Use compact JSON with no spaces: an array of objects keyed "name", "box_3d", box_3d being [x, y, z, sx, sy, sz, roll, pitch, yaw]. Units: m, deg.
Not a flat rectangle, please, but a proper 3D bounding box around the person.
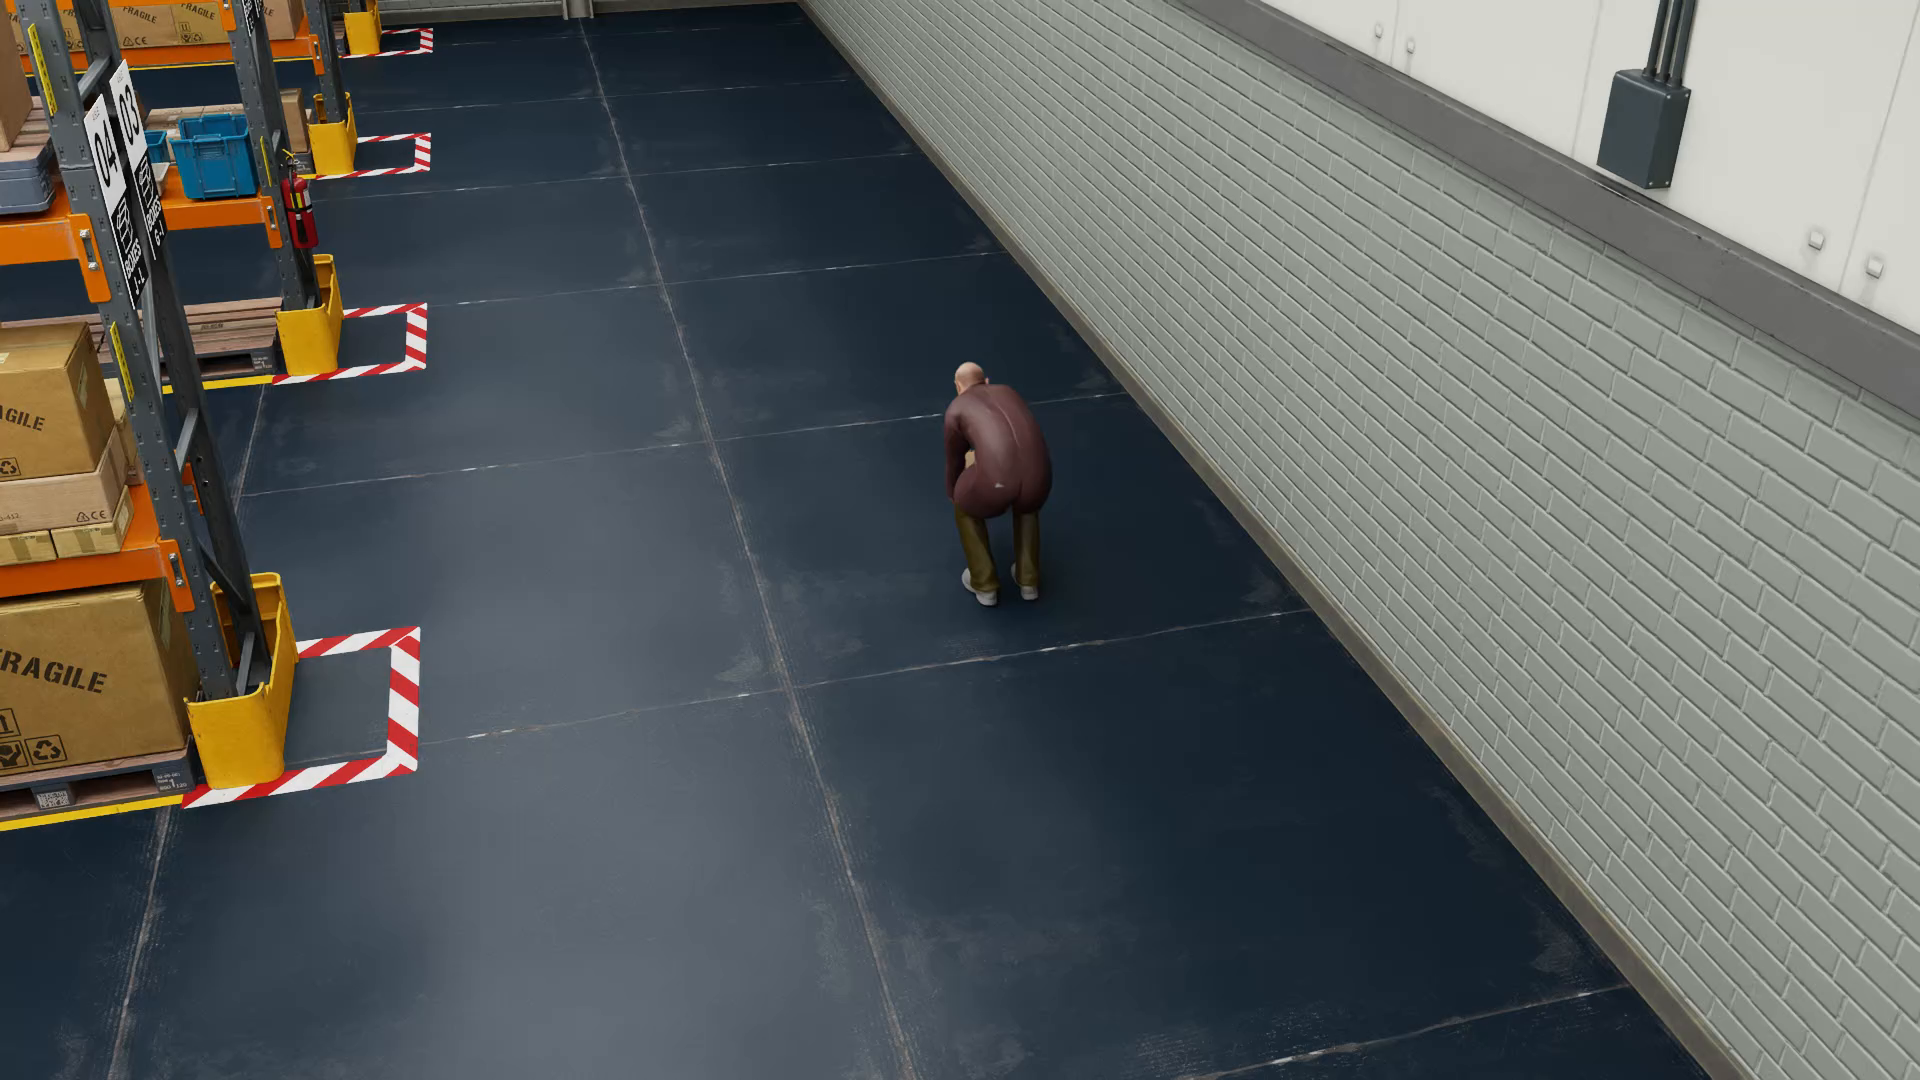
[{"name":"person","box_3d":[0.190,-0.318,9.409,0.581,1.184,0.931,-9,31,-16]}]
